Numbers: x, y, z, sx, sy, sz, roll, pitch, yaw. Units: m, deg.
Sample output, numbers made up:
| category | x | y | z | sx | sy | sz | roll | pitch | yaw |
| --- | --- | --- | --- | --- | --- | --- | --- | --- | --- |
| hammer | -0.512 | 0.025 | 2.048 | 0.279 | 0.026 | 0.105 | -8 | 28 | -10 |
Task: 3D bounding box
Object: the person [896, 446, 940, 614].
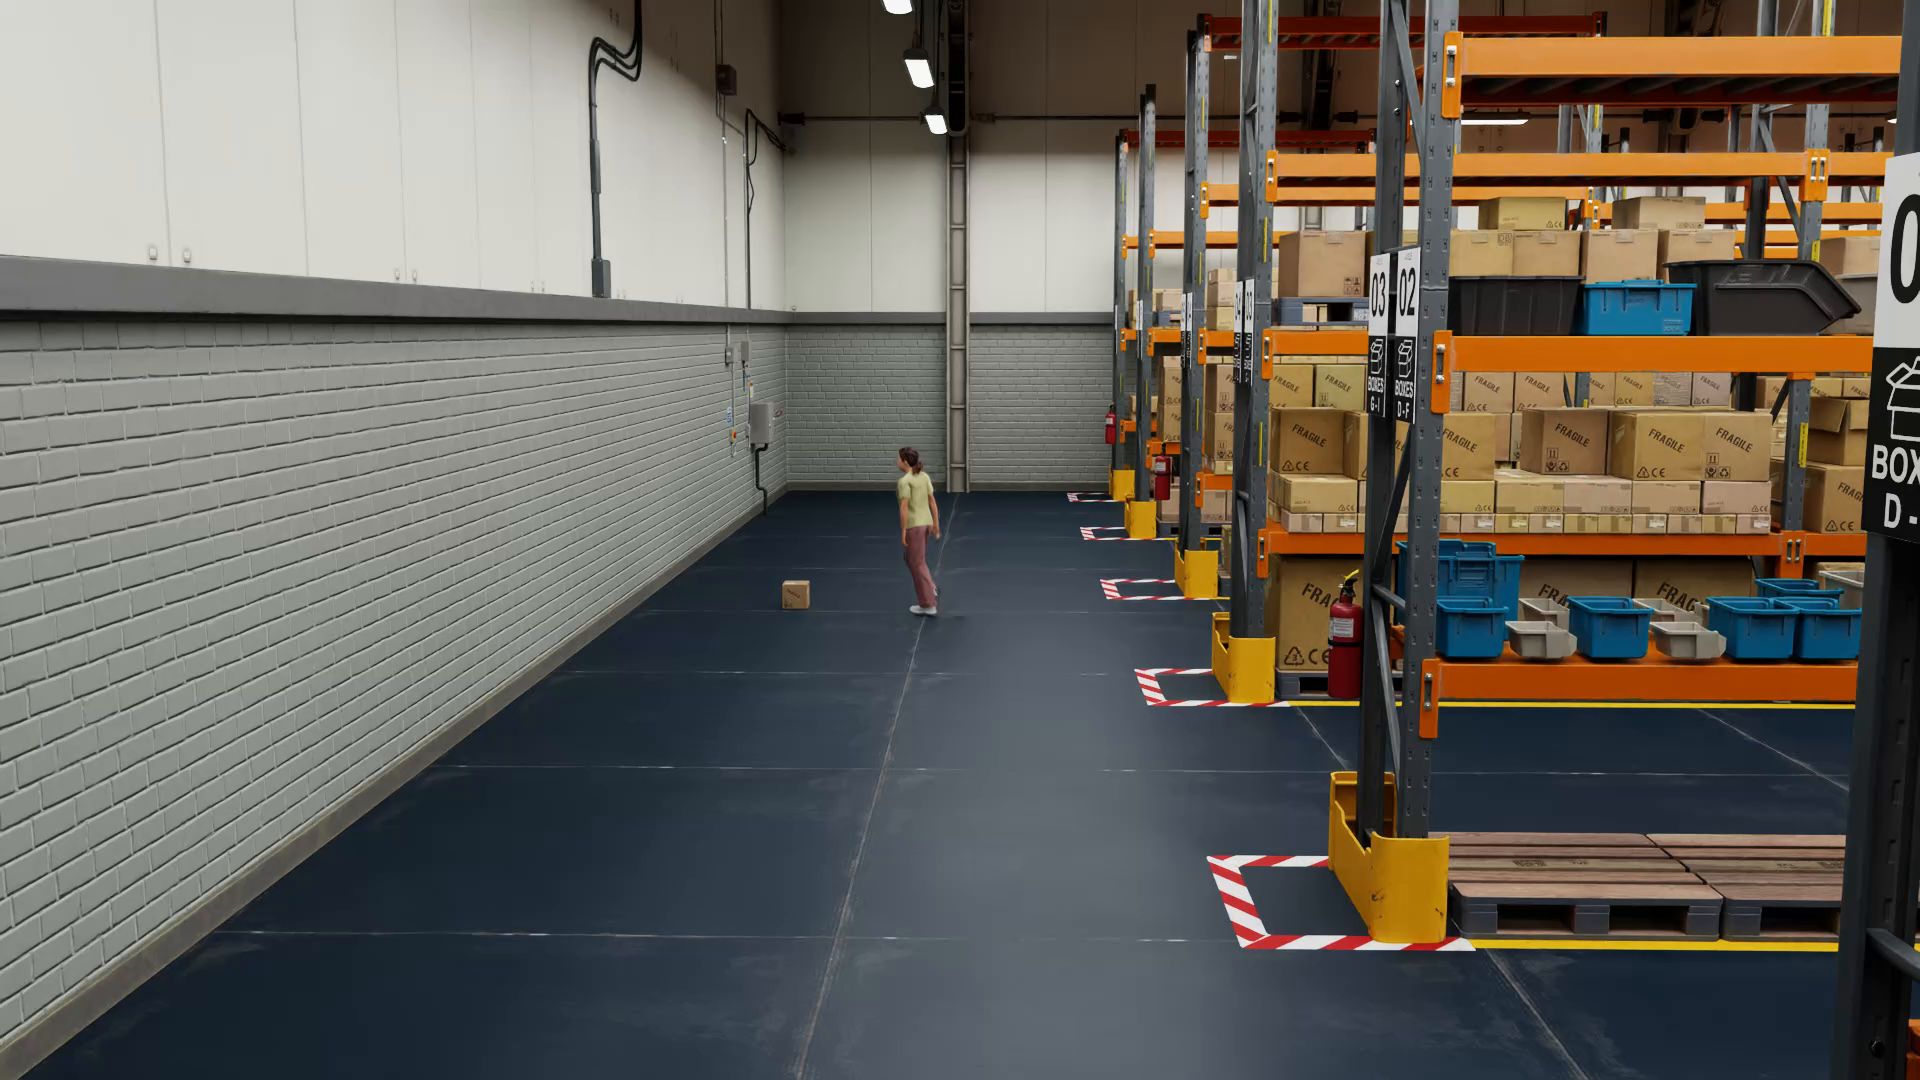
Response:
| category | x | y | z | sx | sy | sz | roll | pitch | yaw |
| --- | --- | --- | --- | --- | --- | --- | --- | --- | --- |
| person | -0.438 | -0.099 | 16.452 | 0.472 | 1.656 | 0.487 | 5 | 9 | 34 |
